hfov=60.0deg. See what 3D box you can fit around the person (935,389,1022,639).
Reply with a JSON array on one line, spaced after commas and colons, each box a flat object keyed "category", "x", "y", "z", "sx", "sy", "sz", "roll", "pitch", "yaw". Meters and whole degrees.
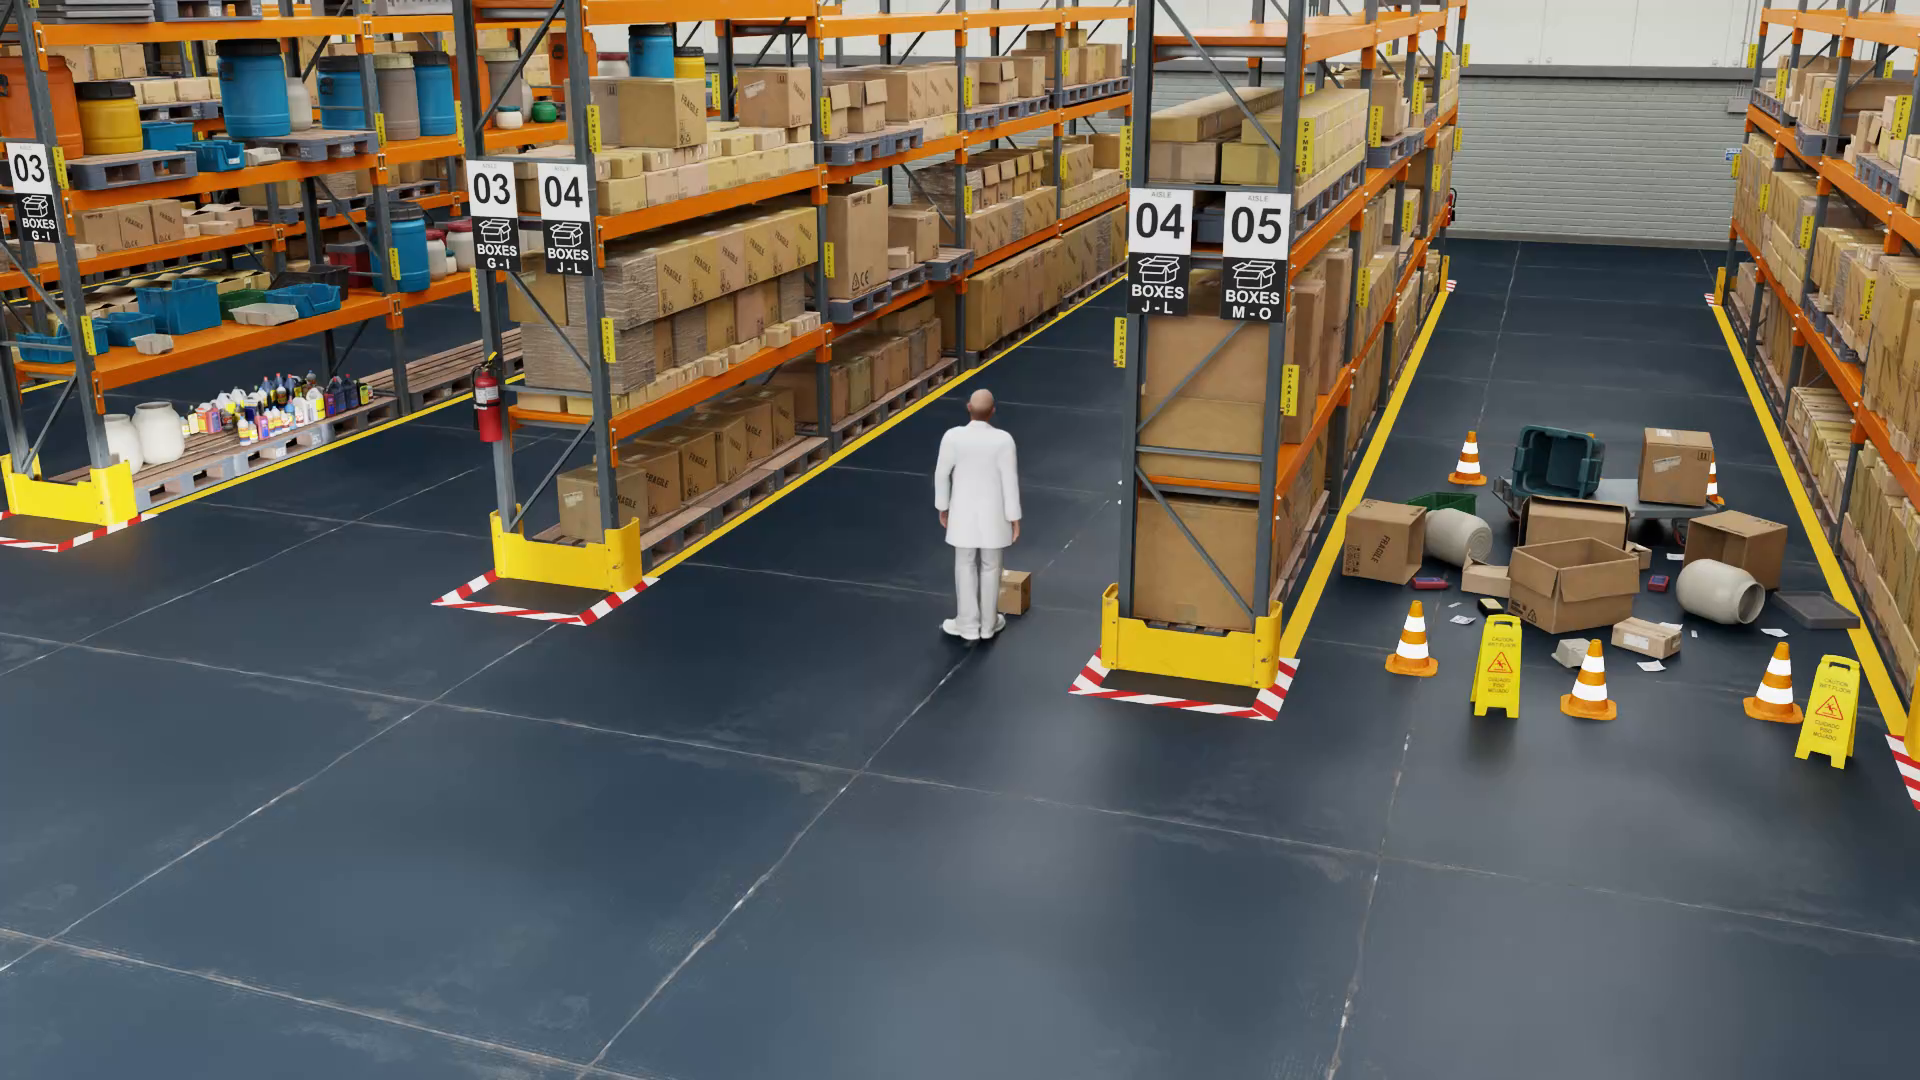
[{"category": "person", "x": 0.128, "y": -0.185, "z": 11.587, "sx": 0.630, "sy": 1.776, "sz": 0.450, "roll": 3, "pitch": 19, "yaw": 9}]
